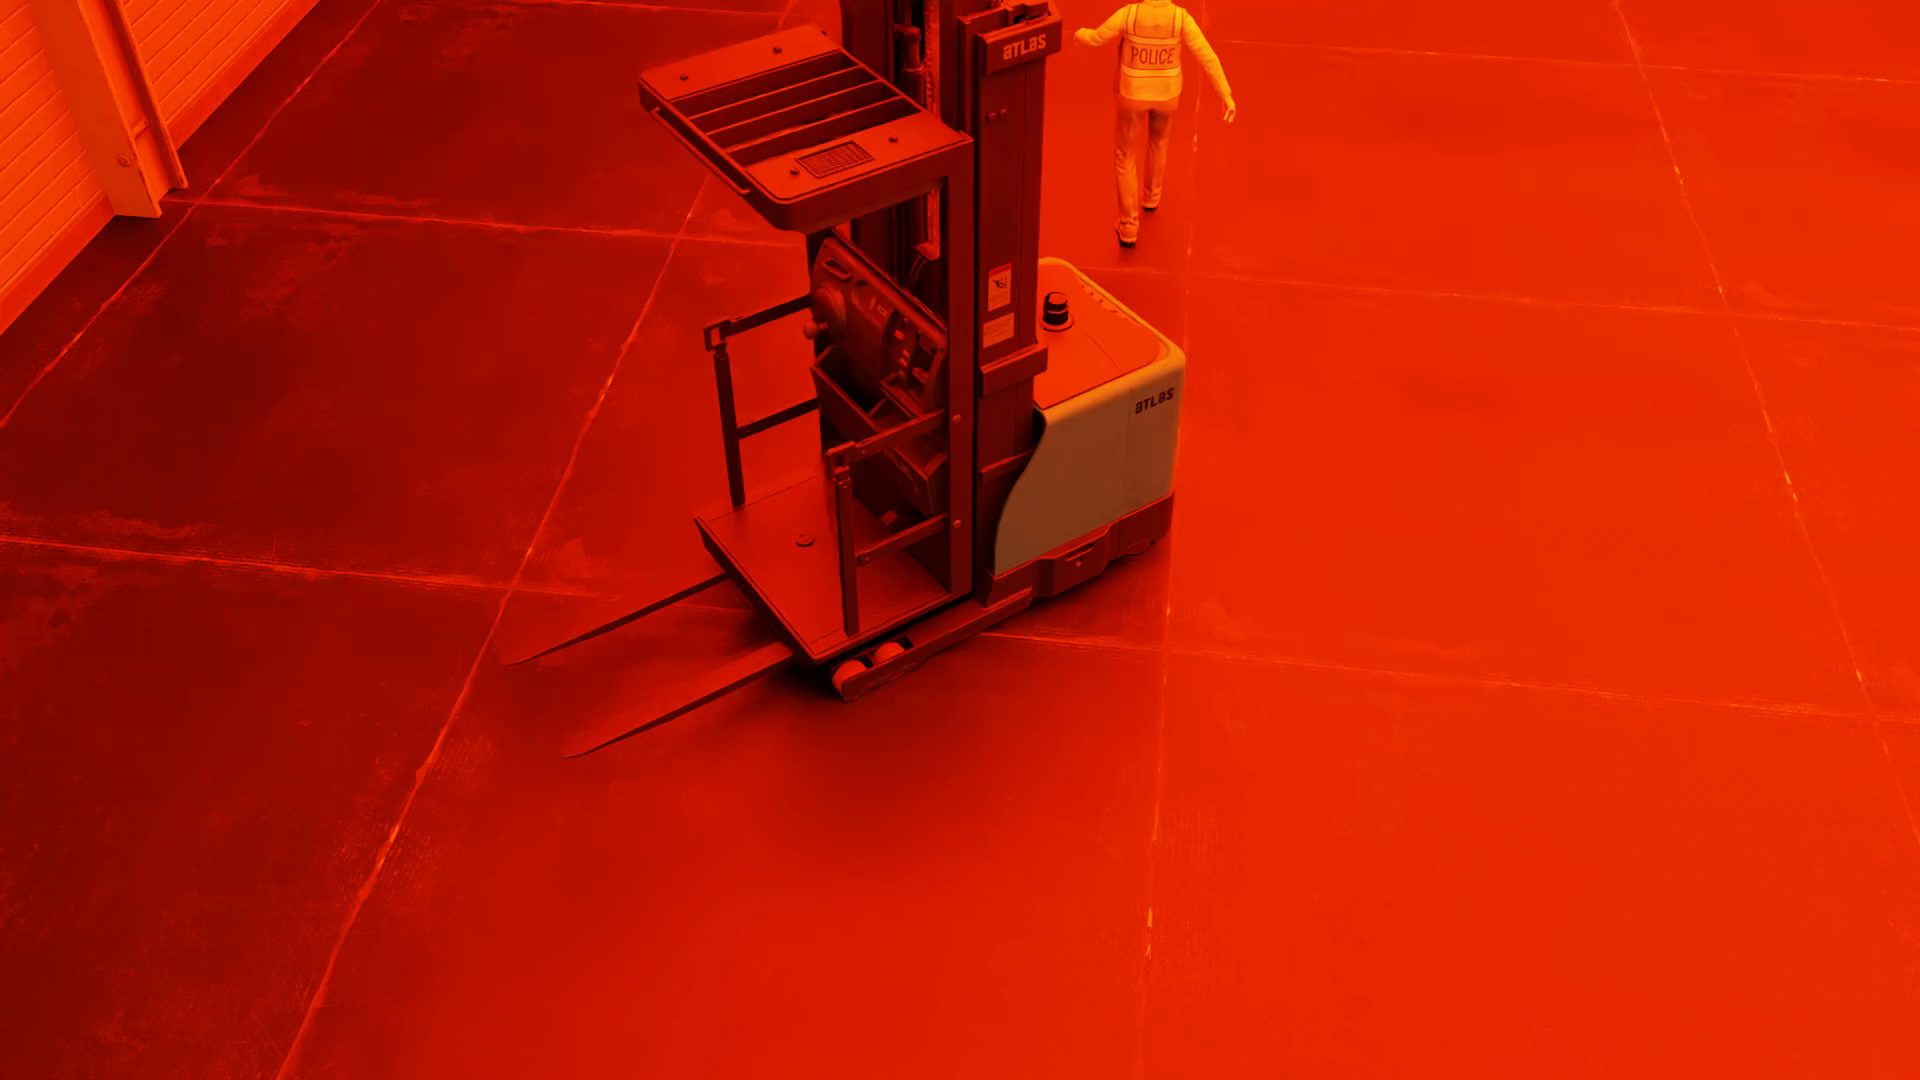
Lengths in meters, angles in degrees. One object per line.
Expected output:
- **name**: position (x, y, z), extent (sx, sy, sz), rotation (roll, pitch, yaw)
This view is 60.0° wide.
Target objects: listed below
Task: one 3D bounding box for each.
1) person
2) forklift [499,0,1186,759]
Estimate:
- **person**: position (1.101, -2.551, 9.472), extent (0.893, 1.650, 0.718), rotation (0, 43, -1)
- **forklift**: position (-0.509, -0.806, 6.602), extent (3.031, 2.935, 1.130), rotation (-25, 48, -24)
